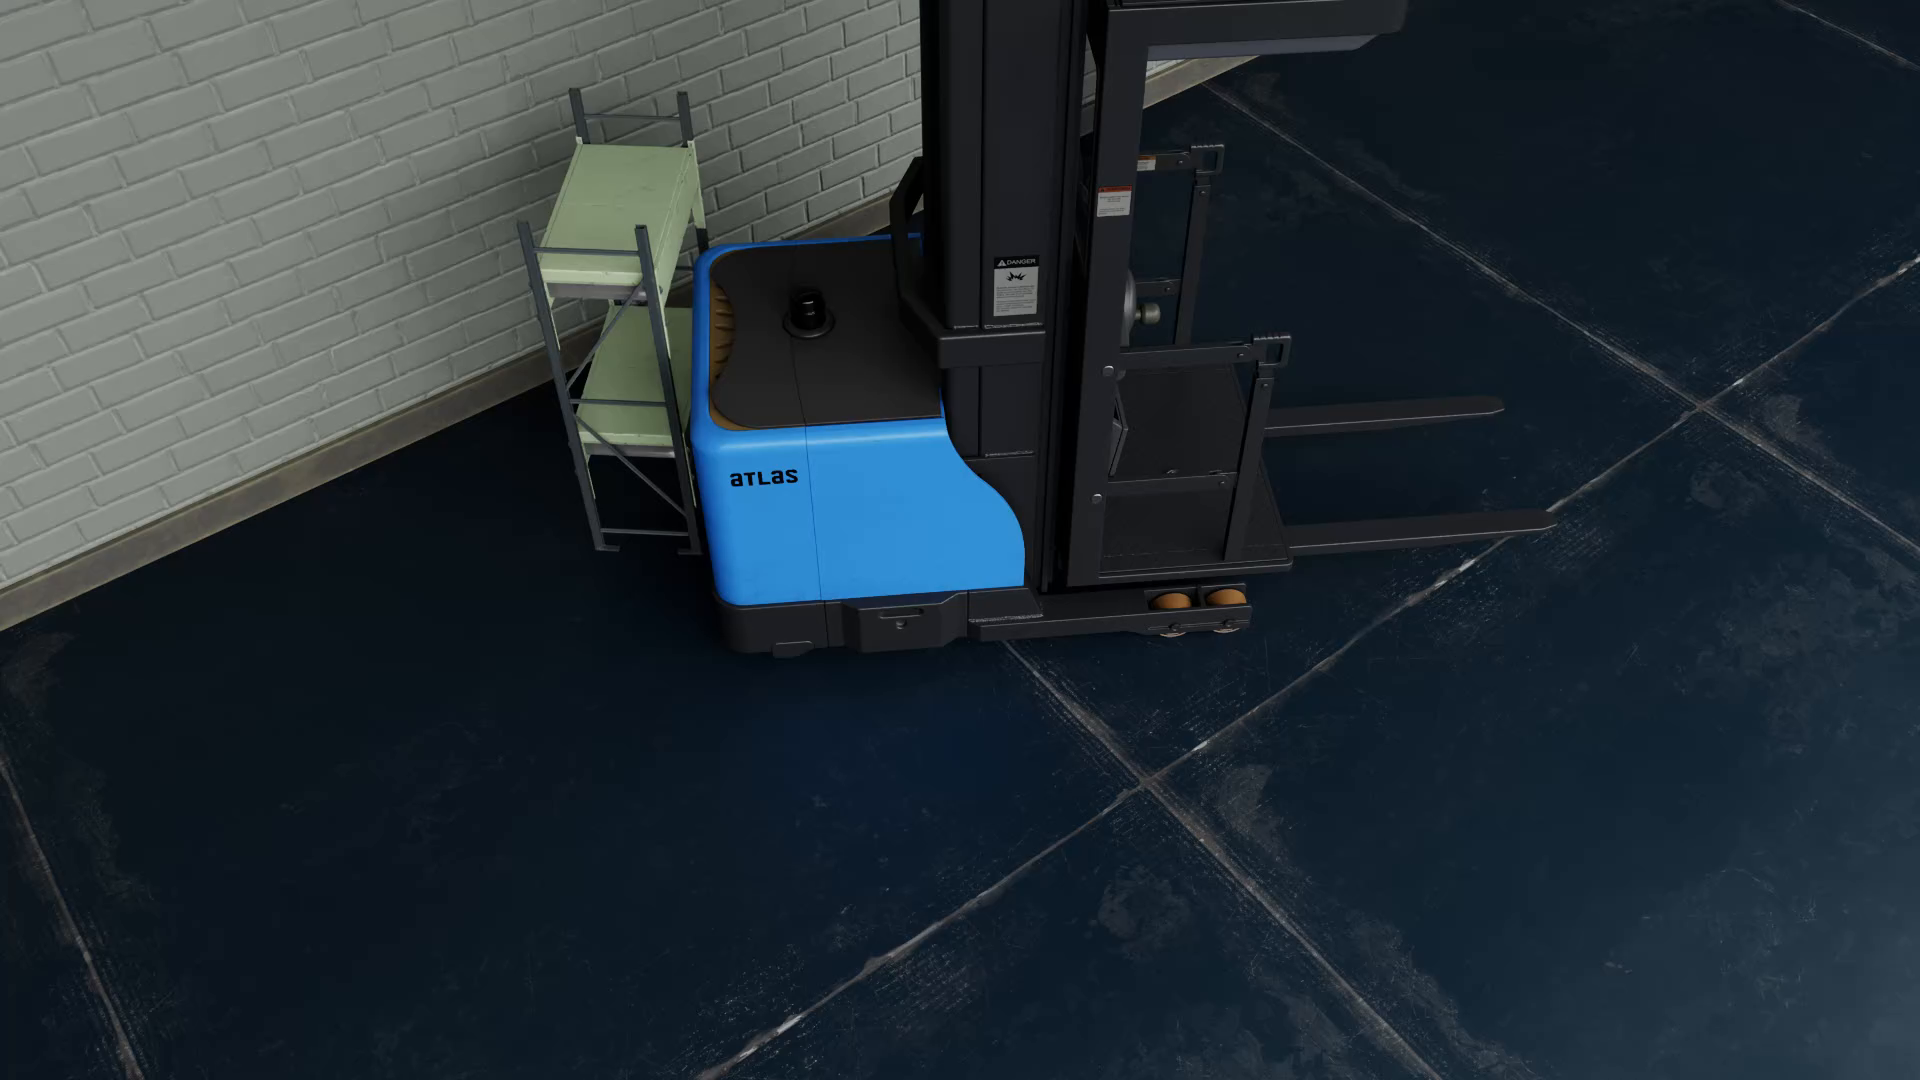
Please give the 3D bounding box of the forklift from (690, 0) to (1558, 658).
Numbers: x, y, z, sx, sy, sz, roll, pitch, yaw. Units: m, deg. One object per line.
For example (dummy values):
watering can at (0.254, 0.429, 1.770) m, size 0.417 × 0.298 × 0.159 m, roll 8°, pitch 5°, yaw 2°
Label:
forklift at (0.620, -1.028, 5.204) m, size 3.031 × 2.935 × 1.130 m, roll -4°, pitch 48°, yaw -4°

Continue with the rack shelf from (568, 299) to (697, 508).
rack shelf at (-1.140, -0.516, 6.145) m, size 0.431 × 0.370 × 0.720 m, roll 3°, pitch 48°, yaw 2°

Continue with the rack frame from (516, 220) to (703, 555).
rack frame at (-1.162, -0.464, 5.658) m, size 0.400 × 1.500 × 0.023 m, roll 3°, pitch 48°, yaw 2°

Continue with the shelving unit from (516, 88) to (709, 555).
shelving unit at (-1.140, -0.735, 5.904) m, size 0.431 × 1.500 × 0.755 m, roll 3°, pitch 48°, yaw 2°

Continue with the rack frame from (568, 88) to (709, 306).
rack frame at (-1.117, -1.005, 6.149) m, size 0.400 × 1.500 × 0.023 m, roll 3°, pitch 48°, yaw 2°

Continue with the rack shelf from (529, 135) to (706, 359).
rack shelf at (-1.140, -0.997, 5.615) m, size 0.431 × 0.370 × 0.720 m, roll 3°, pitch 48°, yaw 2°
